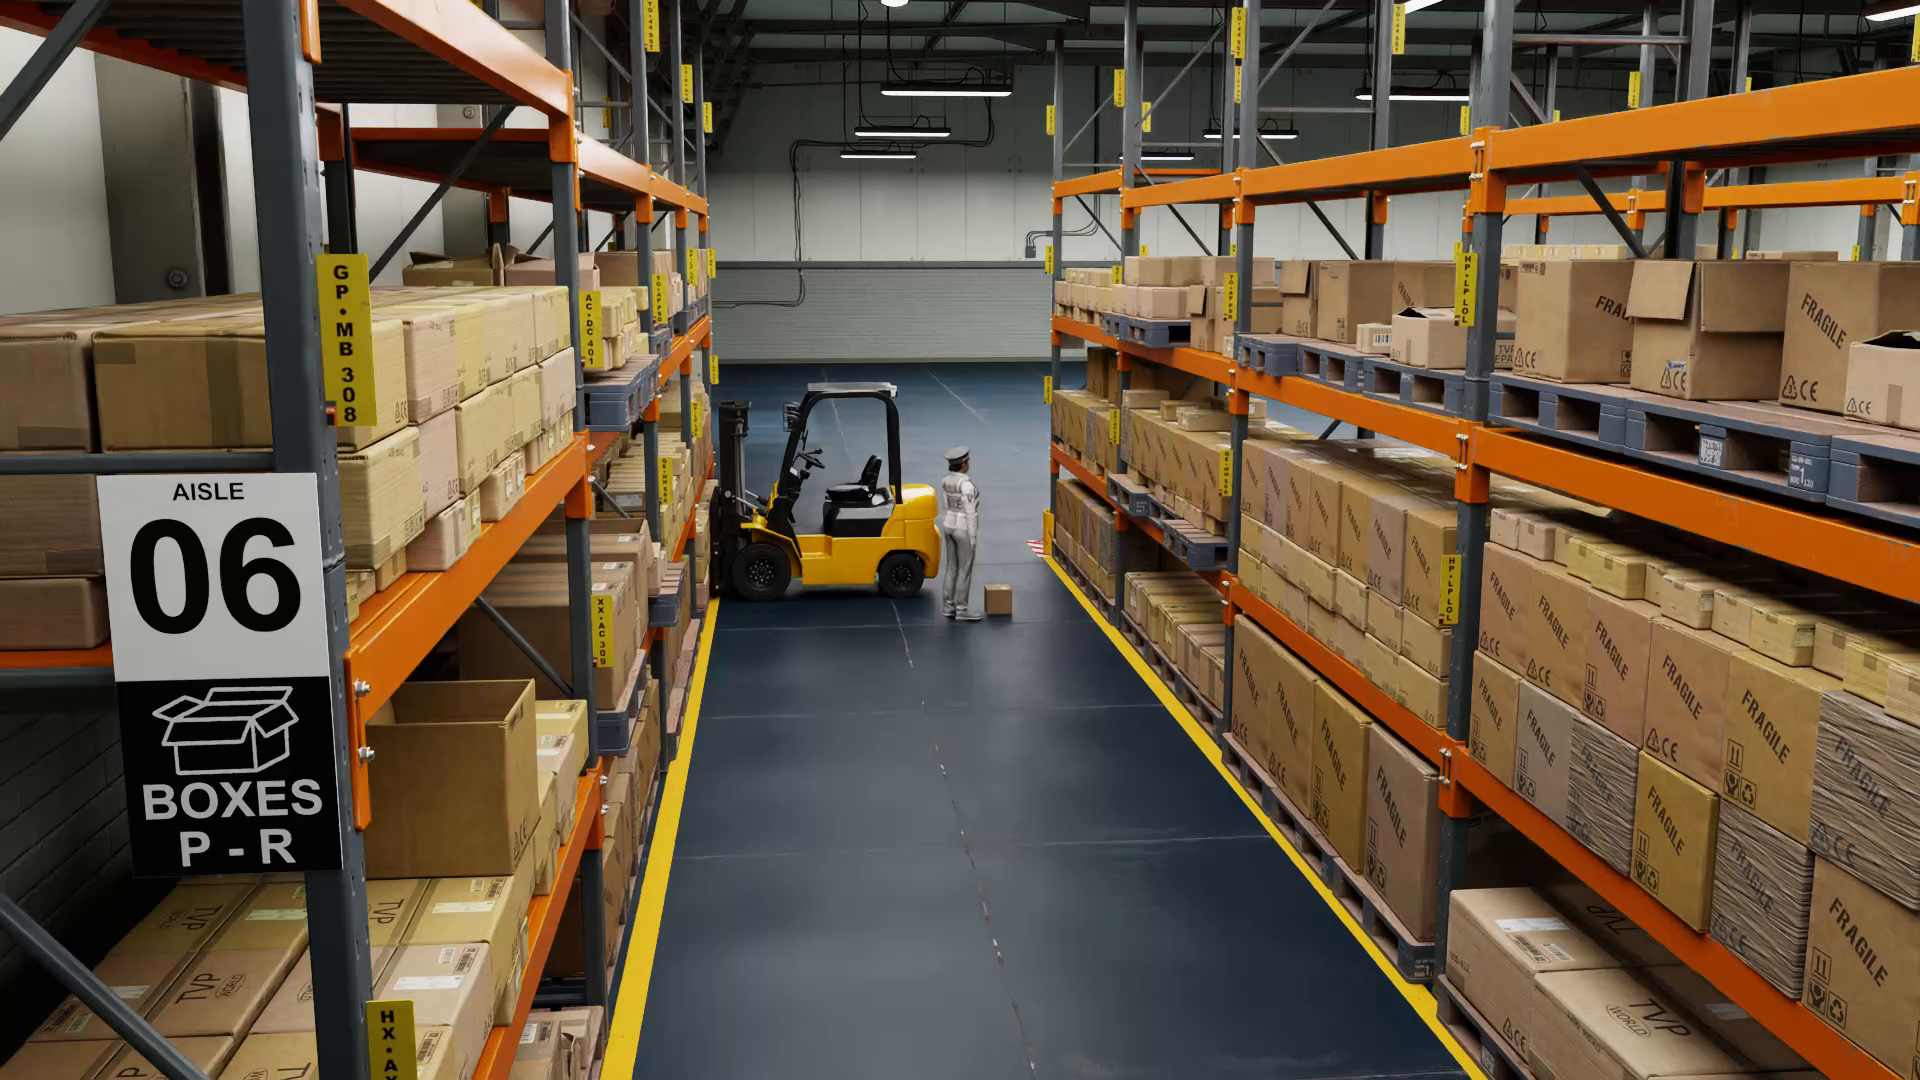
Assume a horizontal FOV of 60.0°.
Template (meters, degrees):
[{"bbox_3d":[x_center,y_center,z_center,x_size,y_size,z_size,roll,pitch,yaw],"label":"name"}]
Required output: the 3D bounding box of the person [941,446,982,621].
[{"bbox_3d":[0.008,-0.071,16.220,0.345,1.692,0.468,-7,12,-33],"label":"person"}]
